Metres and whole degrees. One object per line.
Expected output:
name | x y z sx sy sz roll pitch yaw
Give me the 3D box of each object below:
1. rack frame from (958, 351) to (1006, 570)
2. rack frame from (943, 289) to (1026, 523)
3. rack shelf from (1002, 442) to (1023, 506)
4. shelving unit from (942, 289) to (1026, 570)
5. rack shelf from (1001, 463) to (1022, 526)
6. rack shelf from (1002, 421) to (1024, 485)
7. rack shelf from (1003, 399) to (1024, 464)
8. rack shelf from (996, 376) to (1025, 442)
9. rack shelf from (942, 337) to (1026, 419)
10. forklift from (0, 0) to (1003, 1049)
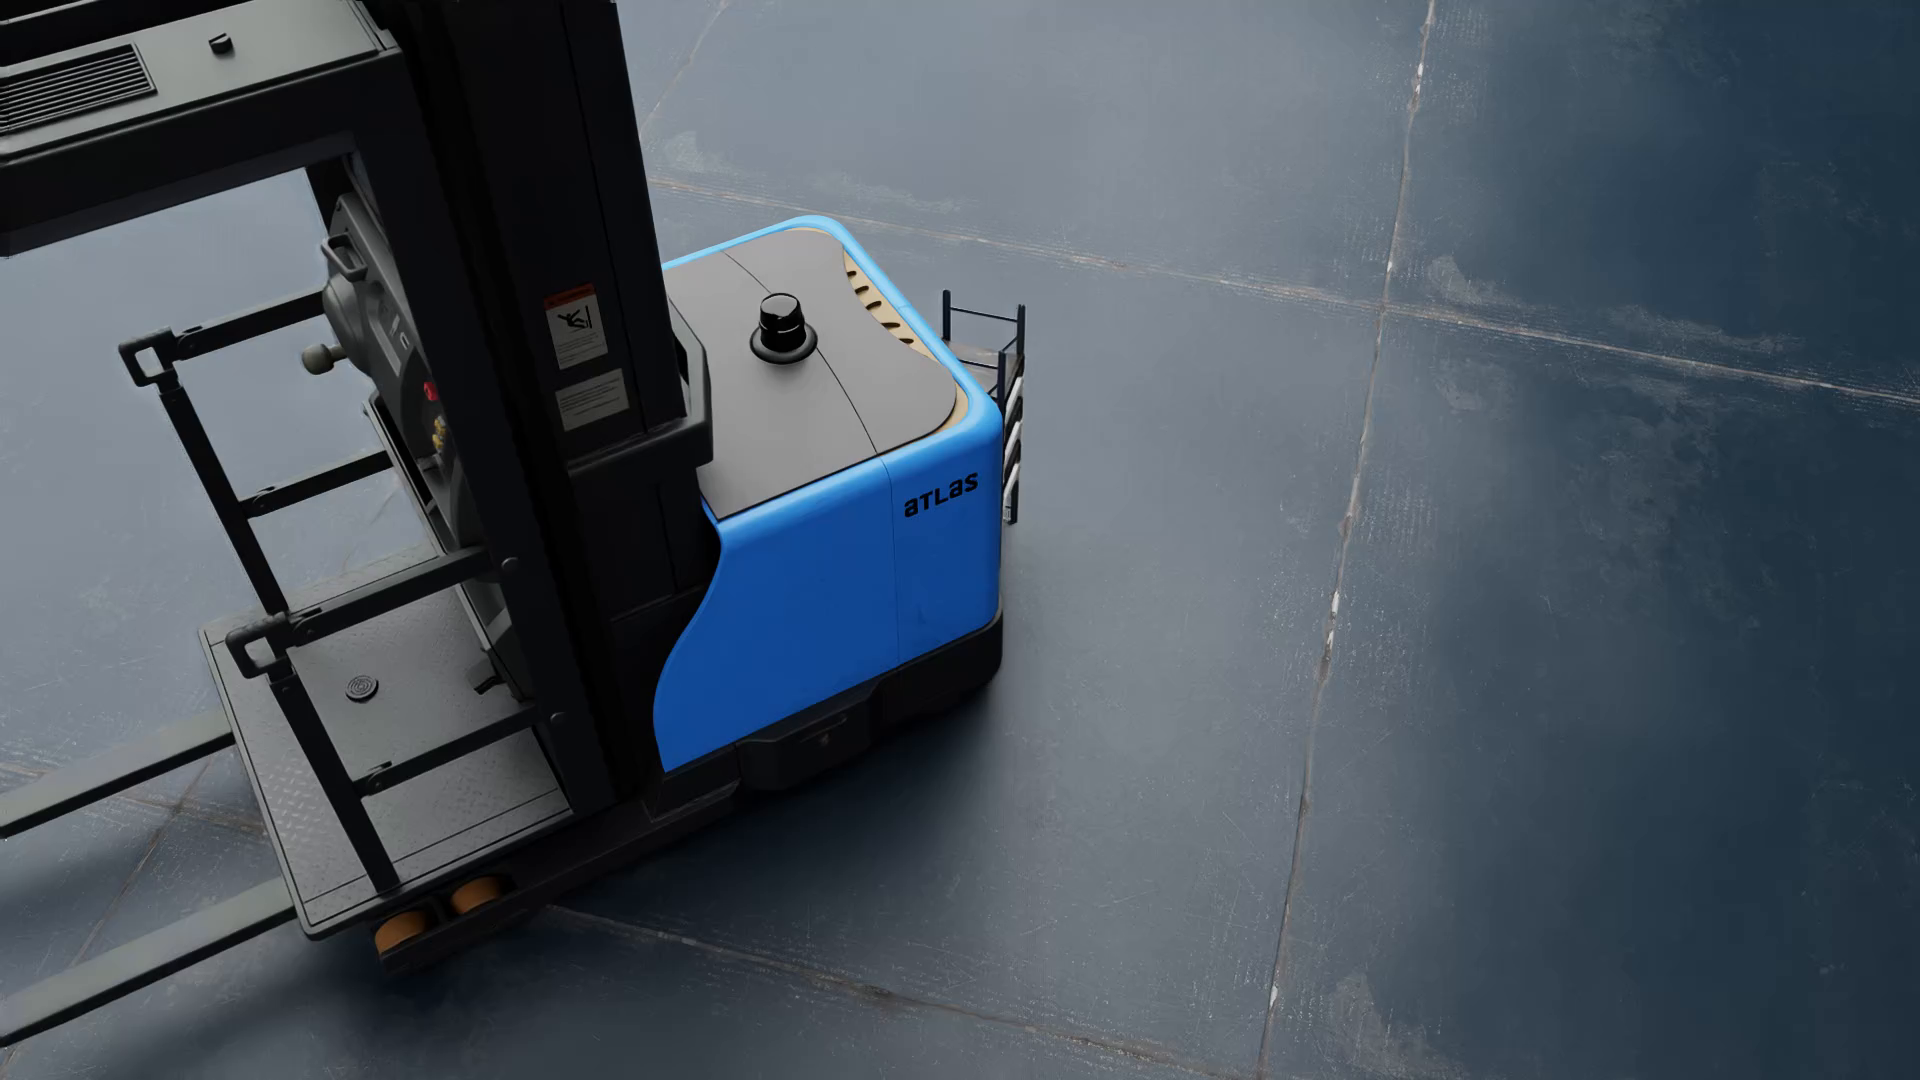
rack frame | 0.009 -0.233 4.856 0.240 0.900 0.006 13 50 11
rack frame | 0.067 -0.380 4.985 0.240 0.900 0.006 13 50 11
rack shelf | 0.038 -0.225 5.013 0.258 0.077 0.200 13 50 11
shelving unit | 0.038 -0.307 4.920 0.258 0.900 0.210 13 50 11
rack shelf | 0.038 -0.166 5.080 0.258 0.077 0.200 13 50 11
rack shelf | 0.038 -0.285 4.945 0.258 0.077 0.200 13 50 11
rack shelf | 0.038 -0.344 4.878 0.258 0.077 0.200 13 50 11
rack shelf | 0.038 -0.404 4.810 0.258 0.077 0.200 13 50 11
rack shelf | 0.038 -0.463 4.743 0.258 0.077 0.200 13 50 11
forklift | -1.412 -0.321 3.579 3.031 2.935 1.130 -24 53 -19
